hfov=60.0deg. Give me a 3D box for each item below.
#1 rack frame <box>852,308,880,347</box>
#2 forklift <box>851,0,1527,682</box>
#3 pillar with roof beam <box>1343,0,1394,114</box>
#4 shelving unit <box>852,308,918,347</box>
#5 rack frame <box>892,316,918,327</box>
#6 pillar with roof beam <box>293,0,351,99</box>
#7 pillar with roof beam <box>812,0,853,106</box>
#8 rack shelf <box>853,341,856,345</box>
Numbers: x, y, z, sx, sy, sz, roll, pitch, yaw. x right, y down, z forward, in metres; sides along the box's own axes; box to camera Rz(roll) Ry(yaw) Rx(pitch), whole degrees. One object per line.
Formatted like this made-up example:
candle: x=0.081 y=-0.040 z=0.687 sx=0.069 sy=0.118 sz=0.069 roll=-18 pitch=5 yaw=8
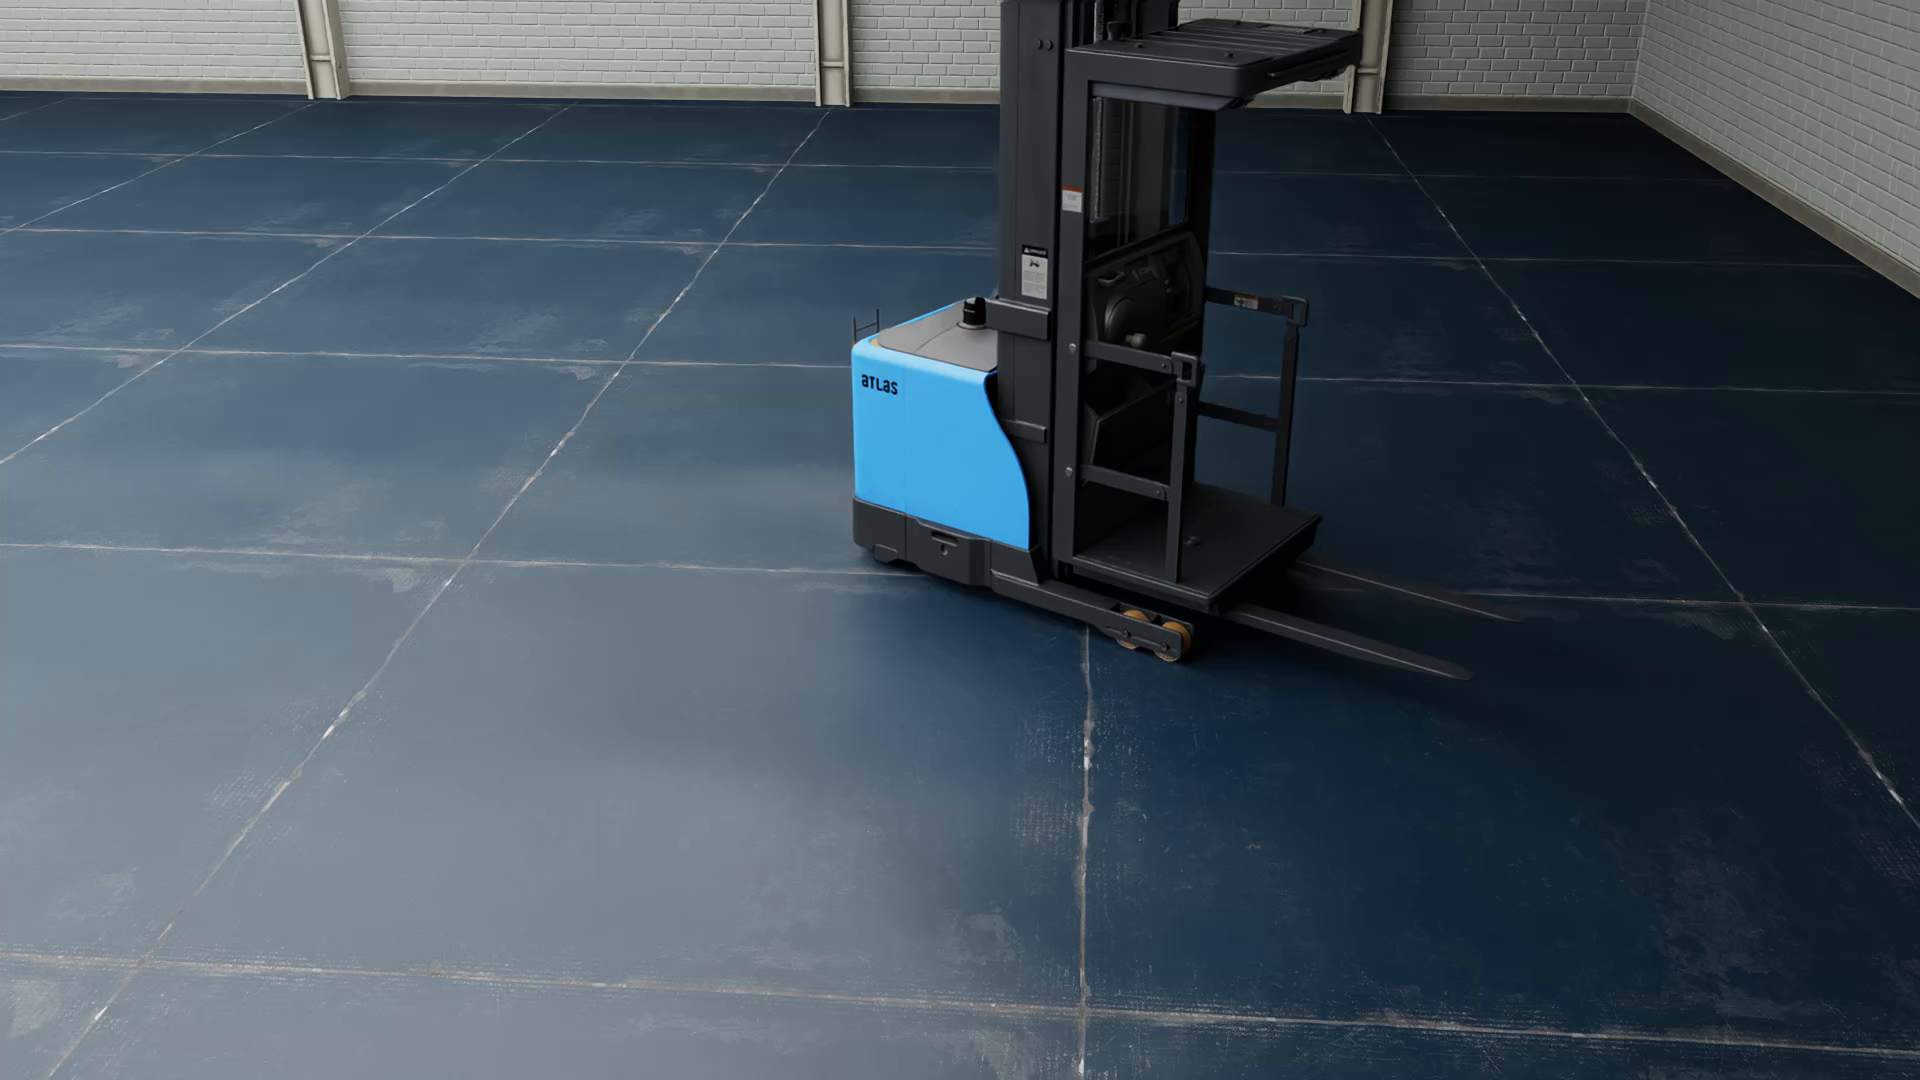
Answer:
rack frame: x=-0.463 y=-0.640 z=8.384 sx=0.008 sy=1.050 sz=0.200 roll=17 pitch=30 yaw=32
forklift: x=0.972 y=-1.063 z=7.055 sx=3.031 sy=2.935 sz=1.130 roll=17 pitch=30 yaw=32
pillar with roof beam: x=4.209 y=-7.137 z=12.996 sx=0.400 sy=9.000 sz=9.100 roll=2 pitch=25 yaw=4
shelving unit: x=-0.364 y=-0.610 z=8.319 sx=0.252 sy=1.050 sz=0.215 roll=17 pitch=30 yaw=32
rack frame: x=-0.266 y=-0.580 z=8.254 sx=0.008 sy=1.050 sz=0.200 roll=17 pitch=30 yaw=32
pillar with roof beam: x=-7.755 y=-7.521 z=13.830 sx=0.400 sy=9.000 sz=9.100 roll=2 pitch=25 yaw=4
pillar with roof beam: x=-1.773 y=-7.329 z=13.413 sx=0.400 sy=9.000 sz=9.100 roll=2 pitch=25 yaw=4
rack shelf: x=-0.364 y=-0.858 z=8.205 sx=0.240 sy=0.259 sz=0.215 roll=17 pitch=30 yaw=32
